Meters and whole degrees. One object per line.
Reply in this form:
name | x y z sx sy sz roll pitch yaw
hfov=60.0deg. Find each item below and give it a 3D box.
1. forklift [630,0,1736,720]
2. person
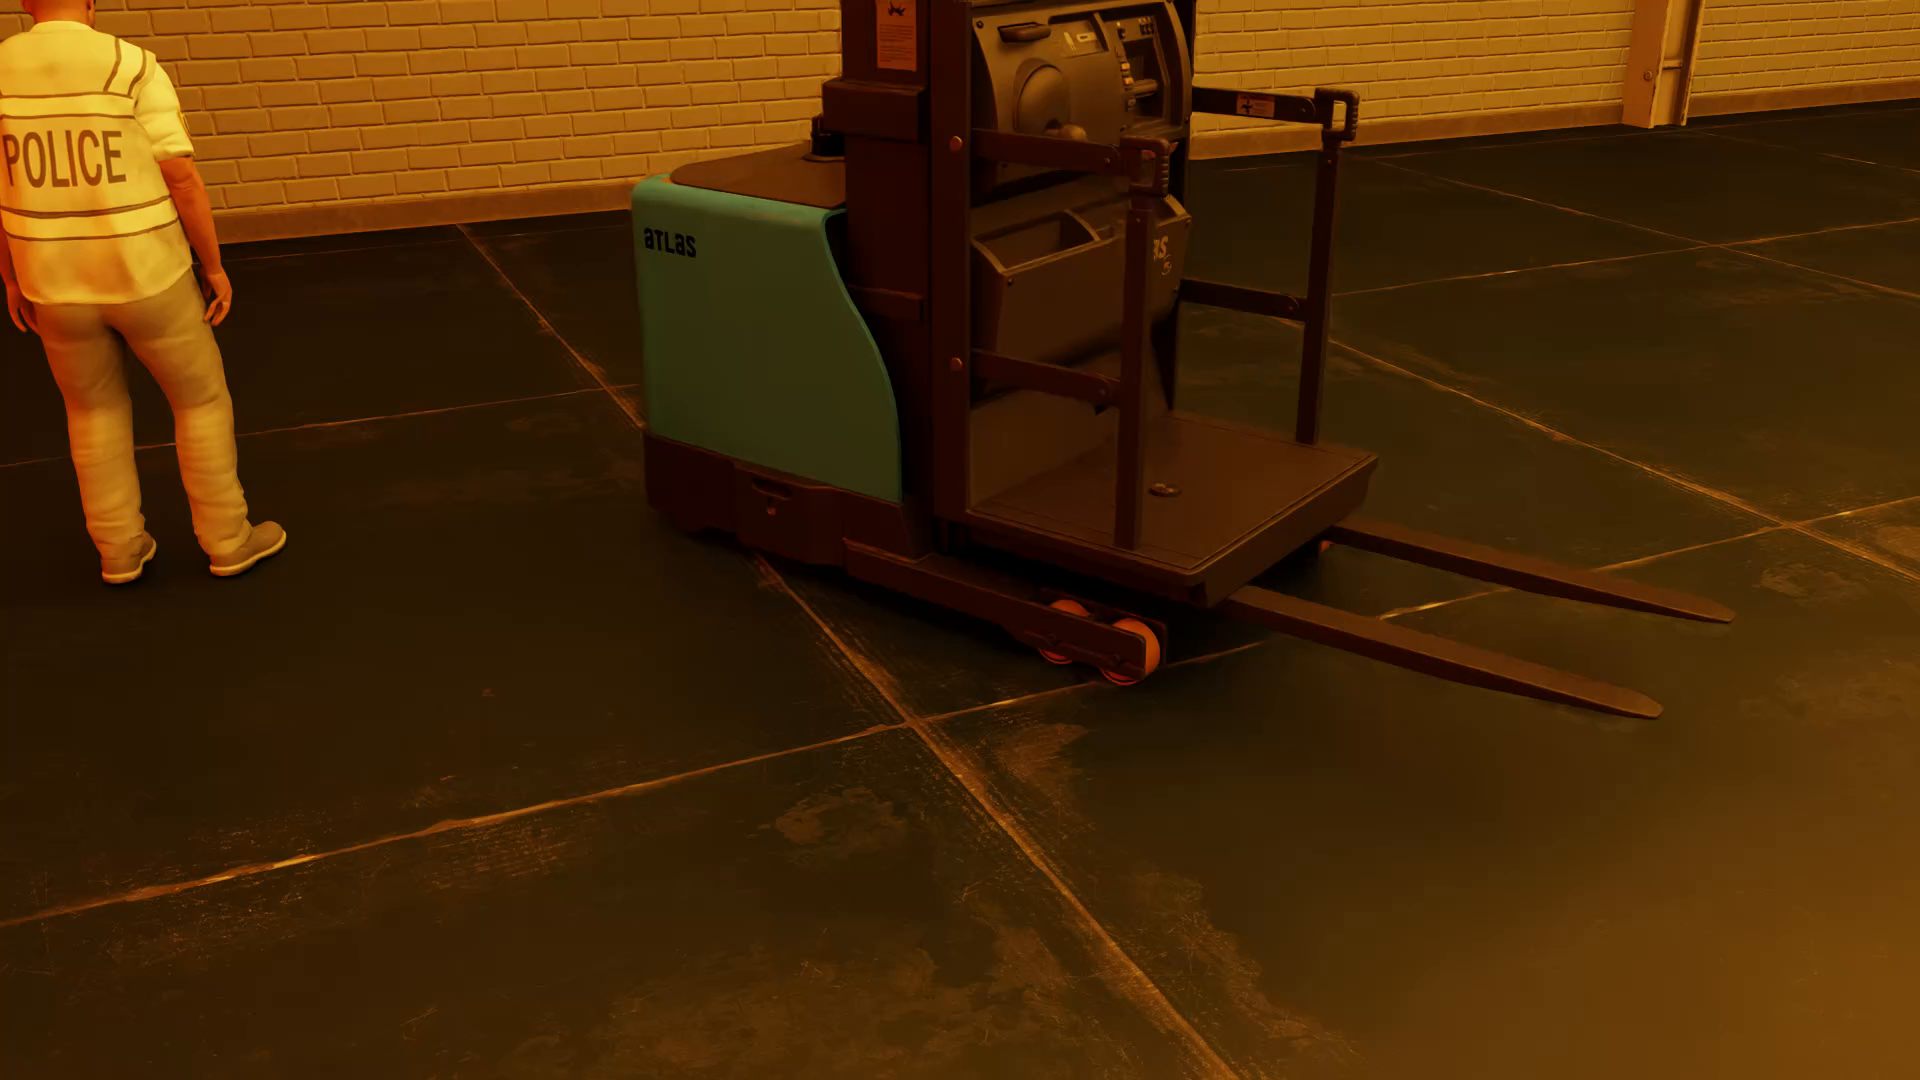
forklift | 0.502 -1.215 4.211 3.031 2.935 1.130 16 28 34
person | -2.321 -0.718 4.559 0.592 1.743 0.439 -3 23 -8
